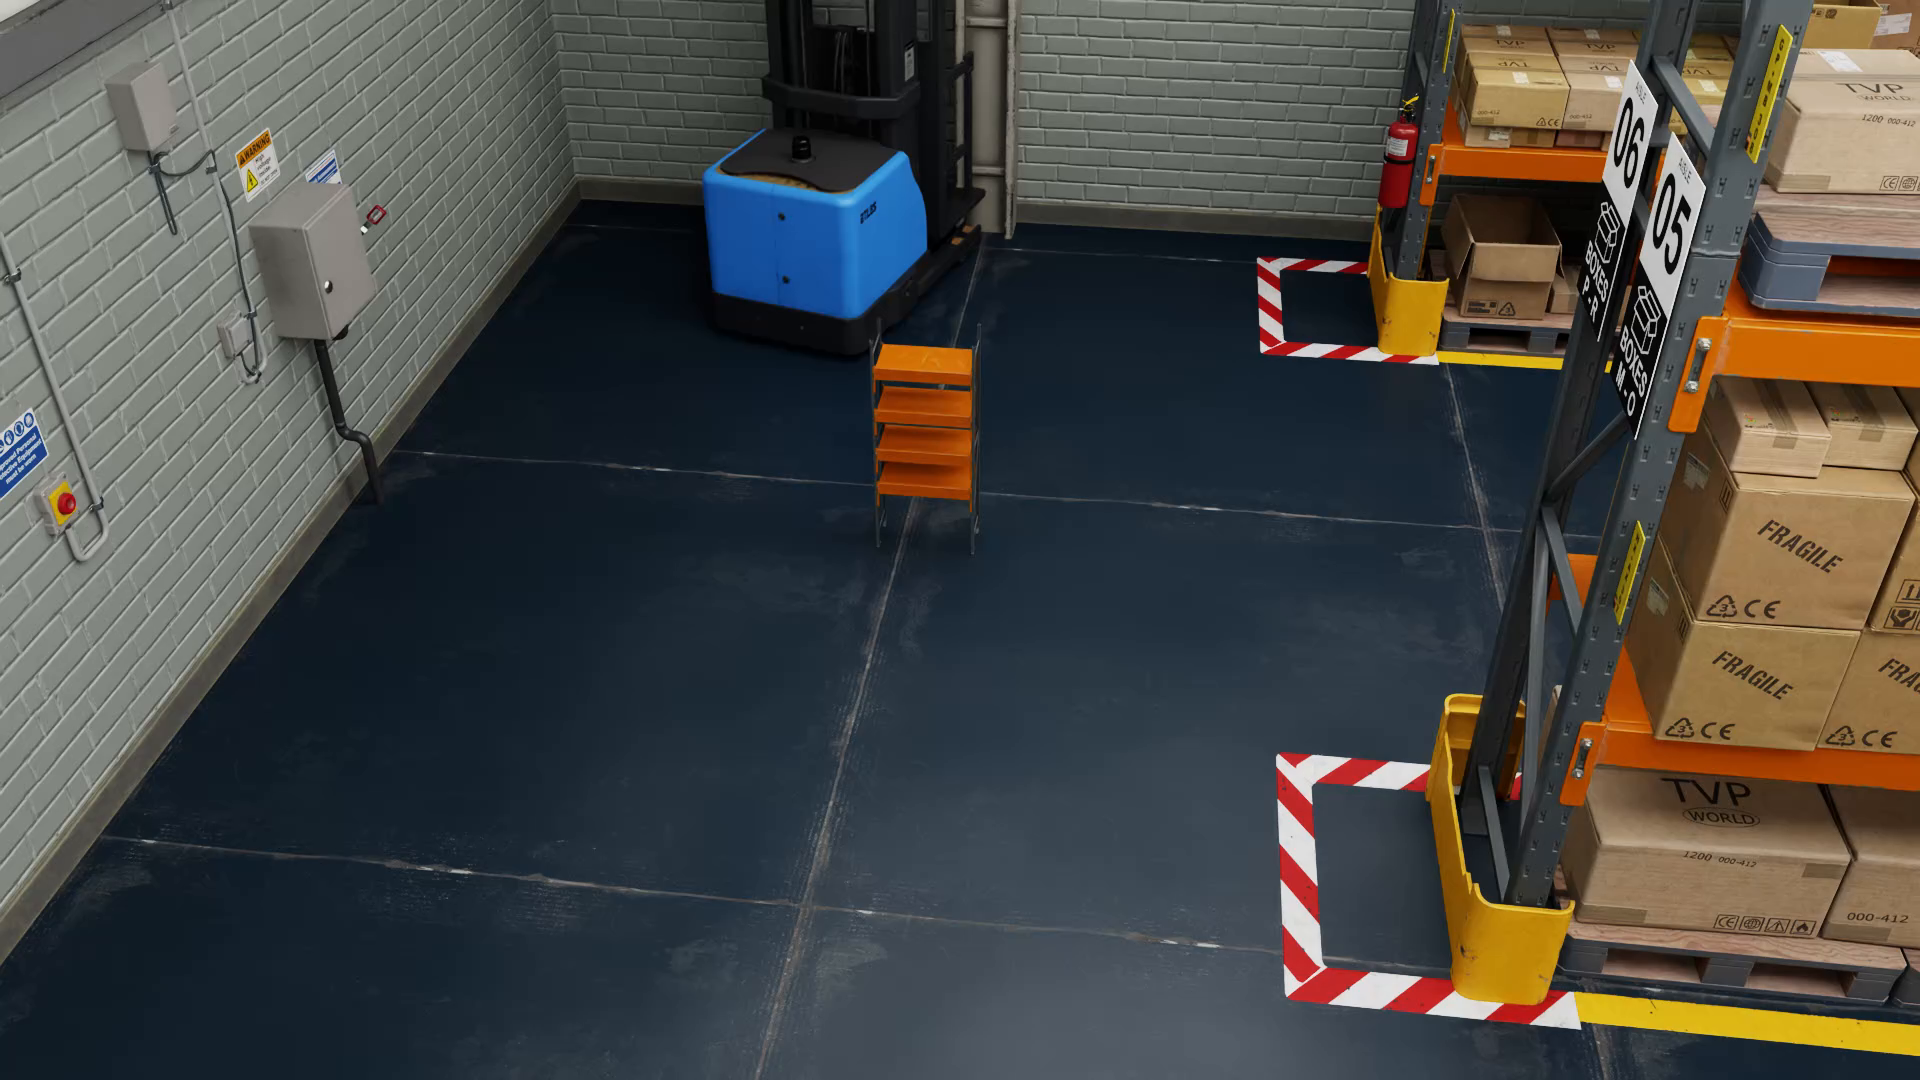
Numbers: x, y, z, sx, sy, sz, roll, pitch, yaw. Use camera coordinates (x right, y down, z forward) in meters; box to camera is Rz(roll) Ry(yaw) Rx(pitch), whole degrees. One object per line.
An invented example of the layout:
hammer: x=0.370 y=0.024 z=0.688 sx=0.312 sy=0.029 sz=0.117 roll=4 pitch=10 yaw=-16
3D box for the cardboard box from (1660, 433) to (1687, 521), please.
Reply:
cardboard box: x=2.623 y=-0.382 z=5.613 sx=0.500 sy=0.500 sz=0.500 roll=5 pitch=36 yaw=8

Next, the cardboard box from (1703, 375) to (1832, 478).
cardboard box: x=2.432 y=-0.359 z=5.022 sx=0.250 sy=0.149 sz=0.380 roll=5 pitch=36 yaw=7

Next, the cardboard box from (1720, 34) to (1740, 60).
cardboard box: x=4.754 y=-2.755 z=9.758 sx=0.500 sy=0.250 sz=0.500 roll=4 pitch=36 yaw=6

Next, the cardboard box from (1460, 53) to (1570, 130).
cardboard box: x=3.159 y=-2.564 z=9.491 sx=0.500 sy=0.250 sz=0.500 roll=4 pitch=36 yaw=6

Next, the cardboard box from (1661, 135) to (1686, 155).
cardboard box: x=4.065 y=-2.346 z=9.529 sx=0.250 sy=0.149 sz=0.380 roll=5 pitch=36 yaw=7

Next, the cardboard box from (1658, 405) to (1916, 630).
cardboard box: x=2.555 y=-0.081 z=5.191 sx=0.500 sy=0.500 sz=0.500 roll=4 pitch=36 yaw=5

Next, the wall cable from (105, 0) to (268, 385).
wall cable: x=-3.312 y=-1.468 z=7.207 sx=0.122 sy=1.984 sz=0.588 roll=4 pitch=36 yaw=6

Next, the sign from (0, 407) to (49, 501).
sign: x=-3.548 y=-0.323 z=6.245 sx=0.001 sy=0.218 sz=0.327 roll=4 pitch=36 yaw=6

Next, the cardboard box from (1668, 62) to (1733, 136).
cardboard box: x=4.162 y=-2.491 z=9.389 sx=0.500 sy=0.250 sz=0.500 roll=4 pitch=36 yaw=5

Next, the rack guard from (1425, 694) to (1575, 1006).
rack guard: x=2.091 y=1.183 z=6.519 sx=0.348 sy=0.500 sz=1.175 roll=4 pitch=36 yaw=6

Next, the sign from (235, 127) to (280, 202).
sign: x=-3.281 y=-1.756 z=7.774 sx=0.001 sy=0.242 sz=0.339 roll=4 pitch=36 yaw=6

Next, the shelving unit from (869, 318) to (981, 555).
shelving unit: x=-0.164 y=-0.501 z=8.276 sx=0.503 sy=1.200 sz=0.258 roll=4 pitch=36 yaw=6

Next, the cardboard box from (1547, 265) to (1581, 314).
cardboard box: x=3.754 y=-1.550 z=10.289 sx=0.250 sy=0.149 sz=0.380 roll=3 pitch=36 yaw=4

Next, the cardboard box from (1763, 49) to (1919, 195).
cardboard box: x=2.573 y=-1.223 z=4.838 sx=0.500 sy=0.250 sz=0.500 roll=1 pitch=36 yaw=2

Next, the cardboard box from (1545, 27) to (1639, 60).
cardboard box: x=3.745 y=-2.833 z=9.868 sx=0.500 sy=0.250 sz=0.500 roll=4 pitch=36 yaw=6

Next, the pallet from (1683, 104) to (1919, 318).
pallet: x=2.852 y=-0.969 z=4.876 sx=1.213 sy=0.211 sz=1.003 roll=4 pitch=36 yaw=6

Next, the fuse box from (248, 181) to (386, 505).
fuse box: x=-3.069 y=-0.912 z=8.411 sx=0.414 sy=1.711 sz=0.539 roll=4 pitch=36 yaw=6

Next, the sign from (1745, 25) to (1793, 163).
sign: x=2.038 y=-1.122 z=4.195 sx=0.005 sy=0.325 sz=0.100 roll=4 pitch=36 yaw=6

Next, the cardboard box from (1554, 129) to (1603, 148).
cardboard box: x=3.558 y=-2.417 z=9.627 sx=0.250 sy=0.149 sz=0.380 roll=4 pitch=36 yaw=5

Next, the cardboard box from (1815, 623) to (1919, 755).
cardboard box: x=3.060 y=0.349 z=5.450 sx=0.500 sy=0.500 sz=0.500 roll=4 pitch=36 yaw=5

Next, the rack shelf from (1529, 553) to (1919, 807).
rack shelf: x=4.098 y=0.608 z=5.792 sx=4.000 sy=0.370 sz=1.077 roll=4 pitch=36 yaw=6

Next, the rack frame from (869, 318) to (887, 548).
rack frame: x=-0.406 y=-0.519 z=8.301 sx=0.015 sy=1.200 sz=0.240 roll=4 pitch=36 yaw=6

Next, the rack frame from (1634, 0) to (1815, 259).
rack frame: x=2.115 y=-2.275 z=4.048 sx=0.127 sy=3.000 sz=1.000 roll=4 pitch=36 yaw=6

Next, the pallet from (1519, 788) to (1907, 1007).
pallet: x=2.918 y=1.316 z=6.581 sx=1.213 sy=0.211 sz=1.003 roll=4 pitch=36 yaw=6

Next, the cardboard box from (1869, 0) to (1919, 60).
cardboard box: x=5.267 y=-3.026 z=9.492 sx=0.500 sy=0.500 sz=0.500 roll=3 pitch=36 yaw=5

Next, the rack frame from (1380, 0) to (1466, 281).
rack frame: x=2.743 y=-2.693 z=9.798 sx=0.127 sy=3.000 sz=1.000 roll=4 pitch=36 yaw=6

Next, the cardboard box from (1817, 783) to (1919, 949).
cardboard box: x=3.691 y=1.093 z=6.337 sx=0.875 sy=0.438 sz=0.875 roll=5 pitch=36 yaw=7

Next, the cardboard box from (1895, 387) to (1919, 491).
cardboard box: x=2.944 y=-0.295 z=4.933 sx=0.250 sy=0.149 sz=0.380 roll=5 pitch=36 yaw=7

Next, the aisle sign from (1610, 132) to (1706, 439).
aisle sign: x=2.006 y=-0.729 z=4.809 sx=0.004 sy=0.787 sz=0.394 roll=4 pitch=36 yaw=6

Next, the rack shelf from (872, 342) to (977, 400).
rack shelf: x=-0.164 y=-0.820 z=8.047 sx=0.480 sy=0.148 sz=0.258 roll=4 pitch=36 yaw=6

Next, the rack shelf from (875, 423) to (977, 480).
rack shelf: x=-0.164 y=-0.446 z=8.315 sx=0.480 sy=0.148 sz=0.258 roll=4 pitch=36 yaw=6

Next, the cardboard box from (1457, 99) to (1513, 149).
cardboard box: x=3.034 y=-2.408 z=9.616 sx=0.250 sy=0.149 sz=0.380 roll=4 pitch=36 yaw=6

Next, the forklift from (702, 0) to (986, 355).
forklift: x=-0.505 y=-3.160 z=10.511 sx=1.130 sy=2.935 sz=3.031 roll=14 pitch=38 yaw=18
